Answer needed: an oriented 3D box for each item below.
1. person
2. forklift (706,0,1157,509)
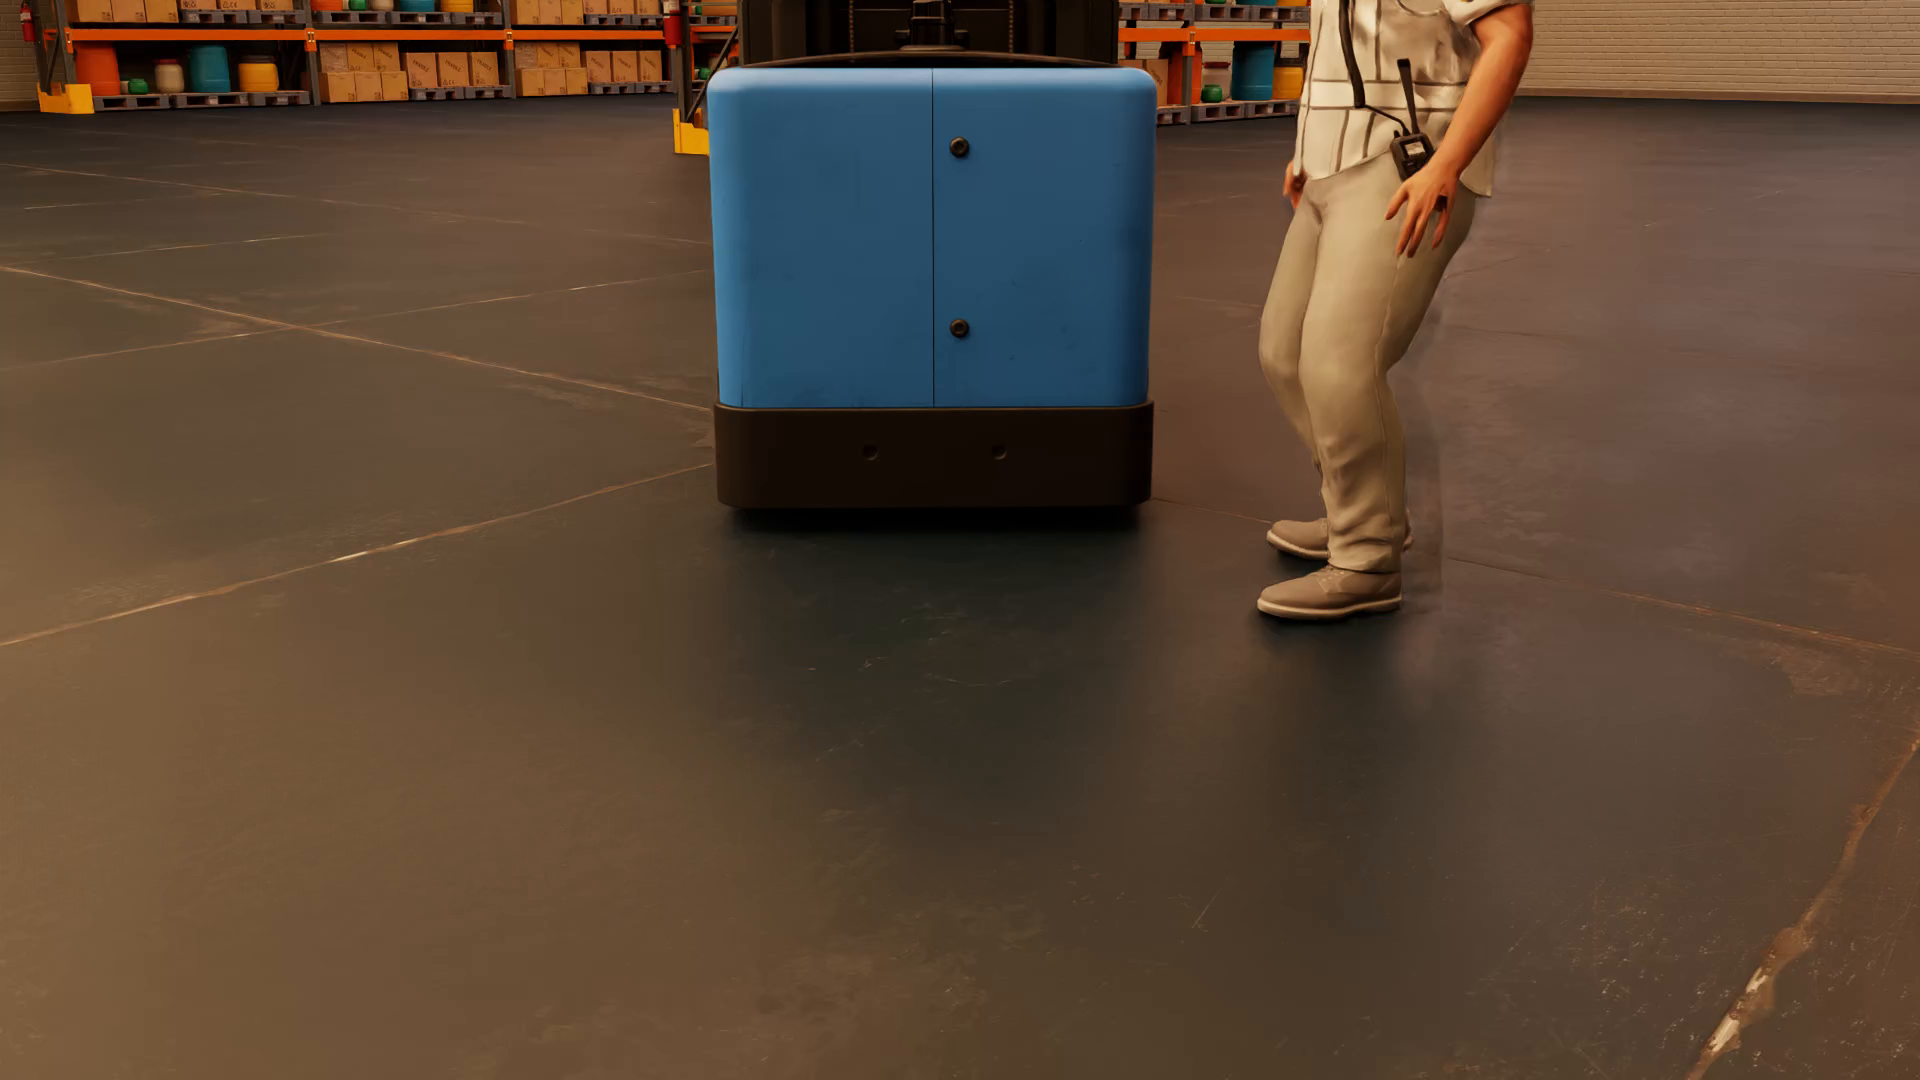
[{"bbox_3d":[0.831,-0.744,3.455,0.499,1.704,0.839,-2,17,-6],"label":"person"},{"bbox_3d":[-0.090,-1.849,4.986,1.130,2.935,3.031,0,17,-1],"label":"forklift"}]
